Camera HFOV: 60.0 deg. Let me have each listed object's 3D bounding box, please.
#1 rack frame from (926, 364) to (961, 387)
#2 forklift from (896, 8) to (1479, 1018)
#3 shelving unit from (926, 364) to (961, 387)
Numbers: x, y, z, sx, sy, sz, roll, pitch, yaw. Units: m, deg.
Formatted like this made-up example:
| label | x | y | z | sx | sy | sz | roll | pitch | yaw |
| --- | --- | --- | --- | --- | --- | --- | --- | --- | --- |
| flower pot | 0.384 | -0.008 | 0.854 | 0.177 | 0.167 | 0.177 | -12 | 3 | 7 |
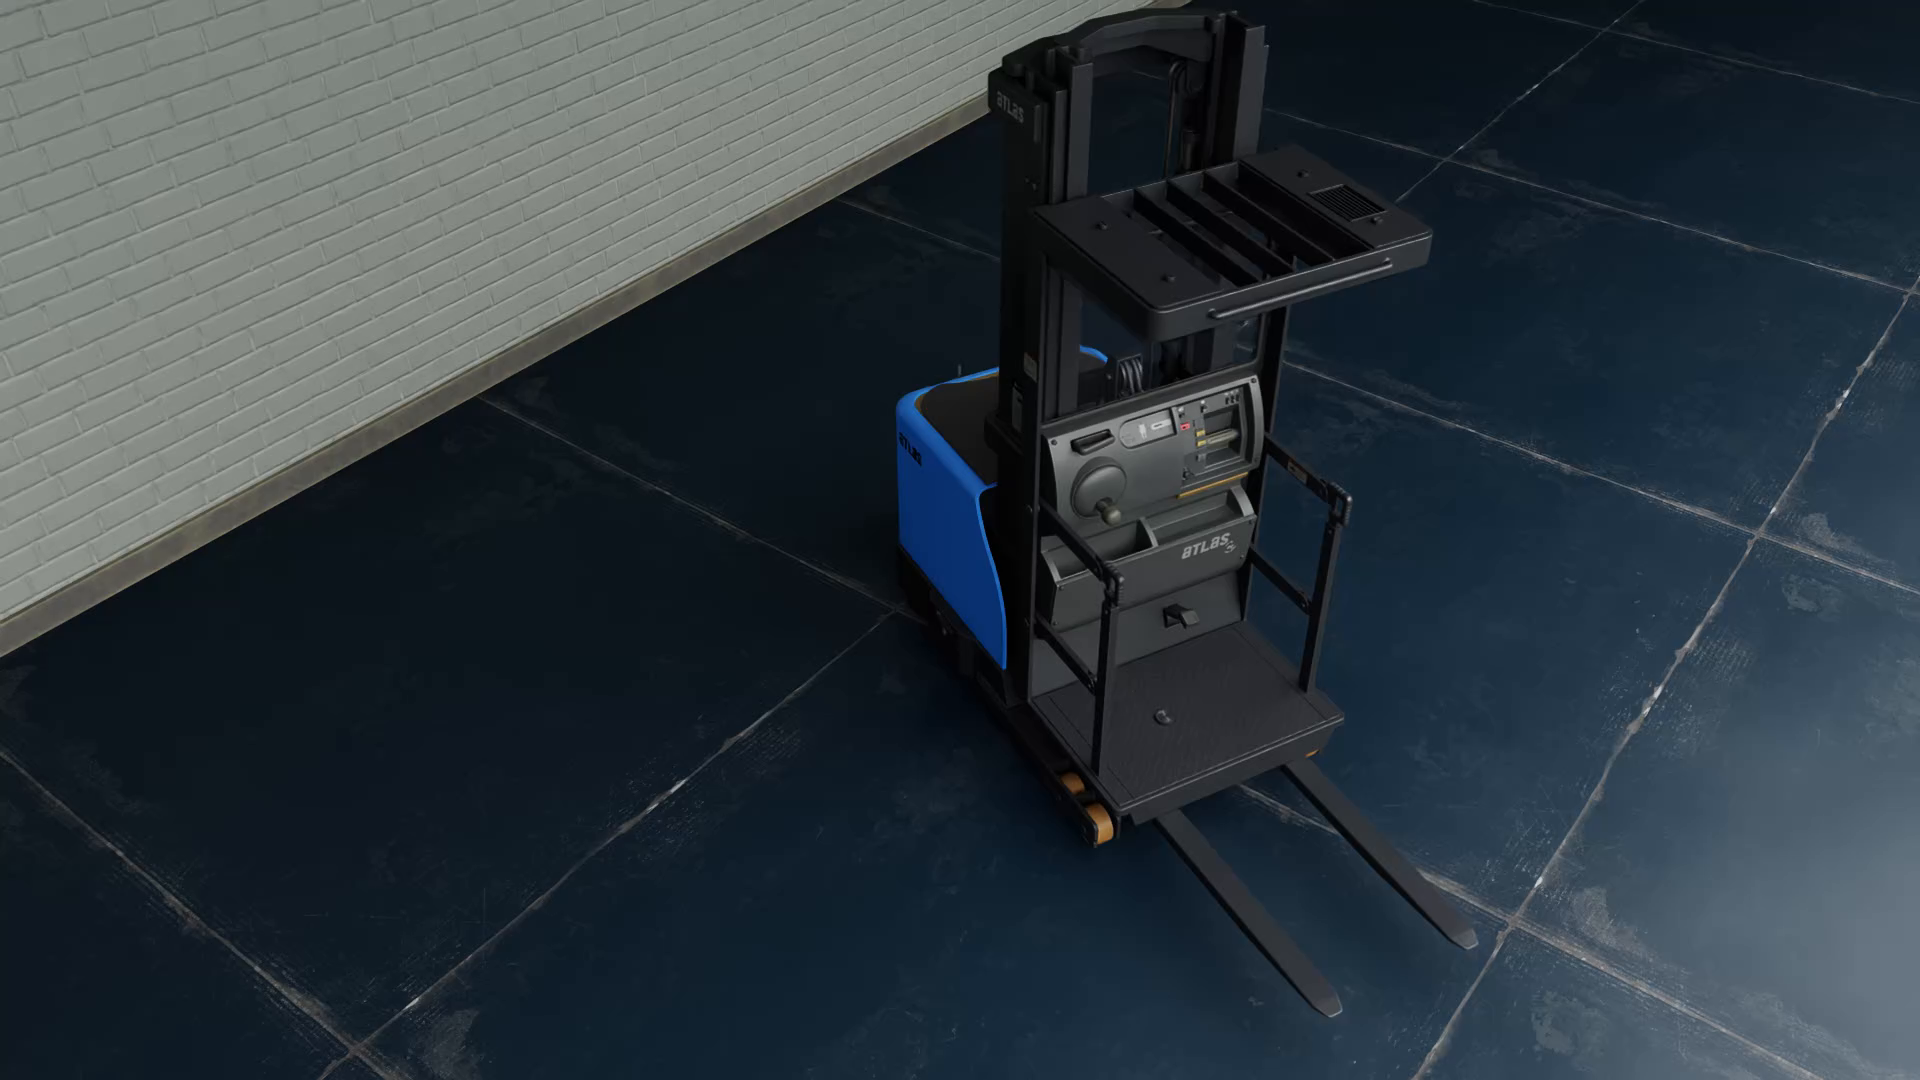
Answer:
| label | x | y | z | sx | sy | sz | roll | pitch | yaw |
| --- | --- | --- | --- | --- | --- | --- | --- | --- | --- |
| rack frame | -0.075 | -0.401 | 7.892 | 0.006 | 0.900 | 0.240 | 27 | 46 | 31 |
| forklift | 0.843 | -0.269 | 6.077 | 1.130 | 2.935 | 3.031 | -18 | 42 | -22 |
| shelving unit | 0.002 | -0.360 | 7.841 | 0.210 | 0.900 | 0.258 | 27 | 46 | 31 |
